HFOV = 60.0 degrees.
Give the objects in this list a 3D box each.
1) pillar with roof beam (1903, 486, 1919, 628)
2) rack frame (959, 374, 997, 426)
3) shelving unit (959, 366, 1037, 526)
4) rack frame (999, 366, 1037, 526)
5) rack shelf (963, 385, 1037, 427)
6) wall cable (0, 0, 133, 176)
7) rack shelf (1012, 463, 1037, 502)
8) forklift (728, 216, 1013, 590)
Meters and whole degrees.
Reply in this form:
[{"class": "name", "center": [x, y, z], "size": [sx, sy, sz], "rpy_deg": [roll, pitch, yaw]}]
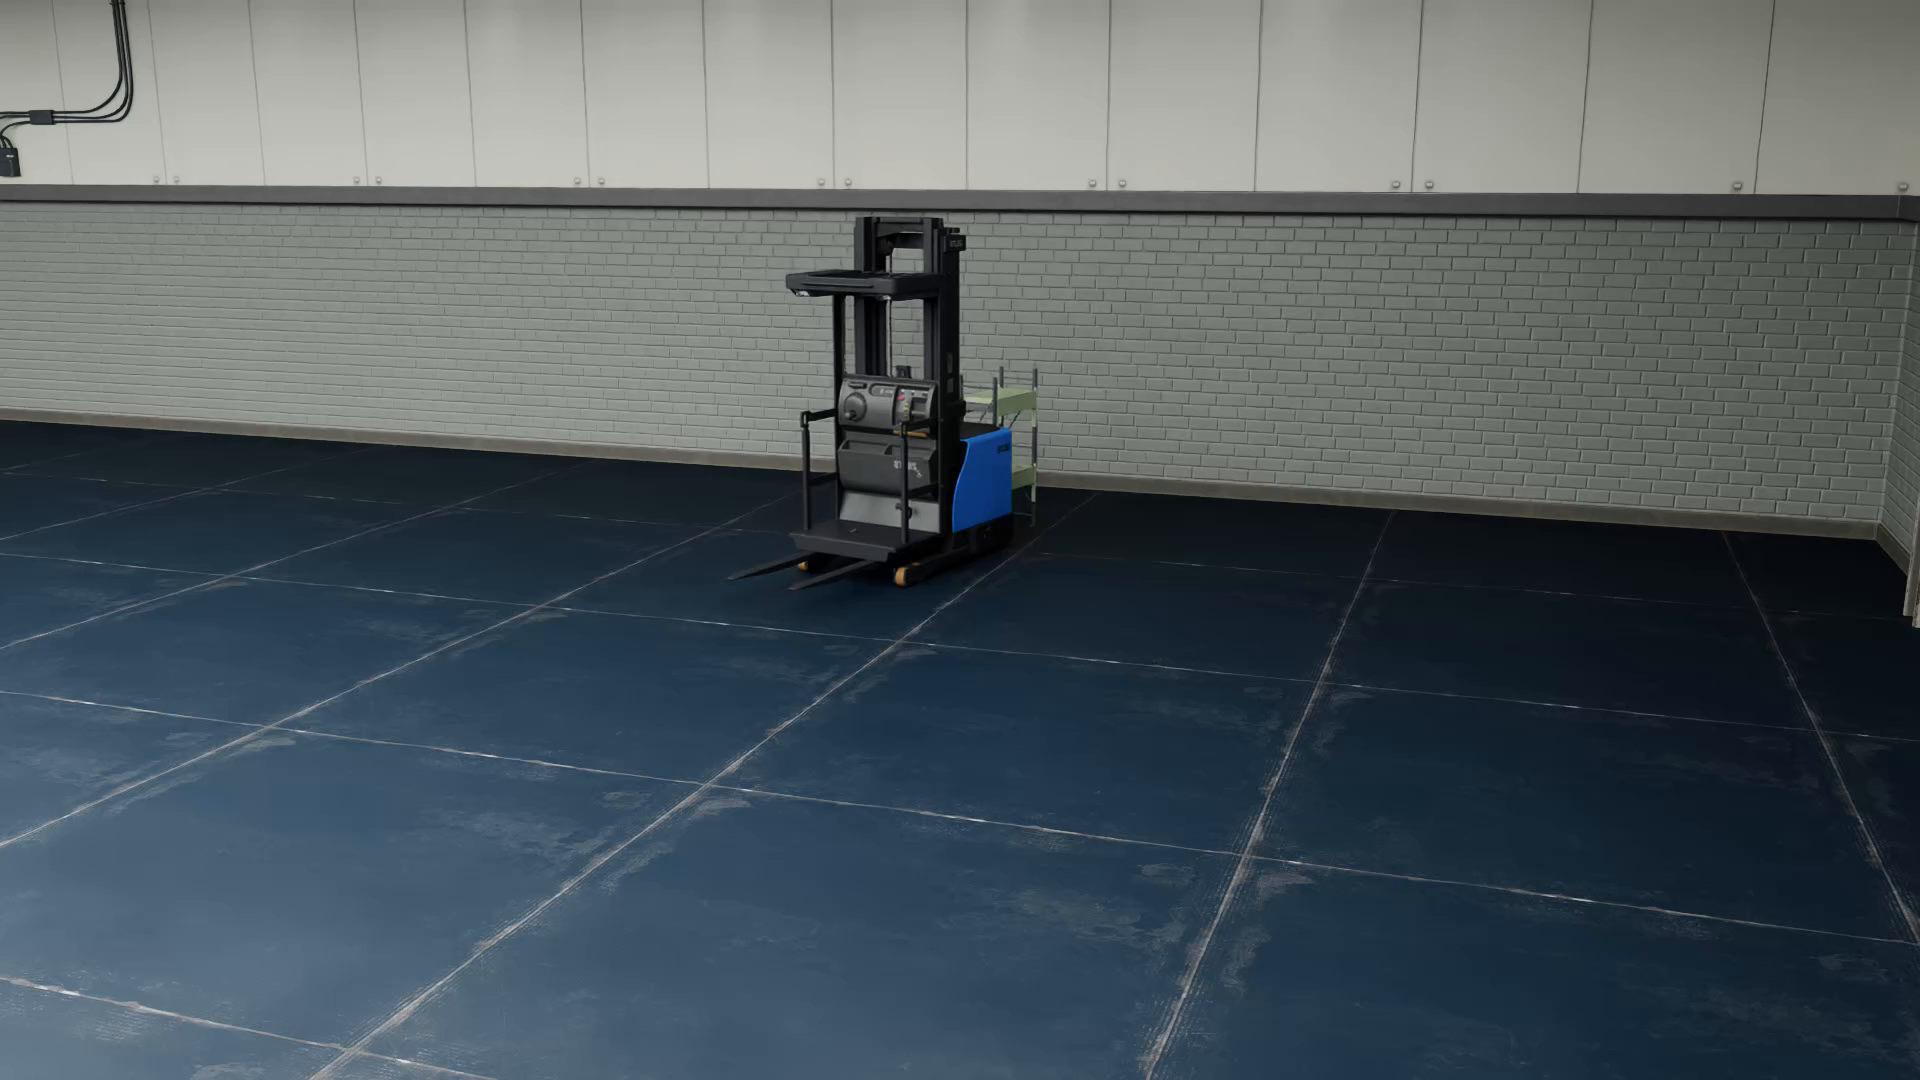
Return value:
[{"class": "pillar with roof beam", "center": [3.250, -4.079, 12.897], "size": [9.100, 9.000, 0.400], "rpy_deg": [4, 14, 18]}, {"class": "rack frame", "center": [0.159, -0.748, 15.158], "size": [0.400, 1.500, 0.023], "rpy_deg": [8, 15, 31]}, {"class": "shelving unit", "center": [0.352, -0.817, 15.461], "size": [0.431, 1.500, 0.755], "rpy_deg": [8, 15, 31]}, {"class": "rack frame", "center": [0.546, -0.887, 15.764], "size": [0.400, 1.500, 0.023], "rpy_deg": [8, 15, 31]}, {"class": "rack shelf", "center": [0.352, -1.198, 15.374], "size": [0.431, 0.370, 0.720], "rpy_deg": [8, 15, 31]}, {"class": "wall cable", "center": [-11.300, -7.533, 20.388], "size": [2.305, 6.003, 0.169], "rpy_deg": [4, 14, 18]}, {"class": "rack shelf", "center": [0.352, -0.500, 15.533], "size": [0.431, 0.370, 0.720], "rpy_deg": [8, 15, 31]}, {"class": "forklift", "center": [-0.727, -1.163, 13.761], "size": [1.130, 2.935, 3.031], "rpy_deg": [8, 15, 31]}]
